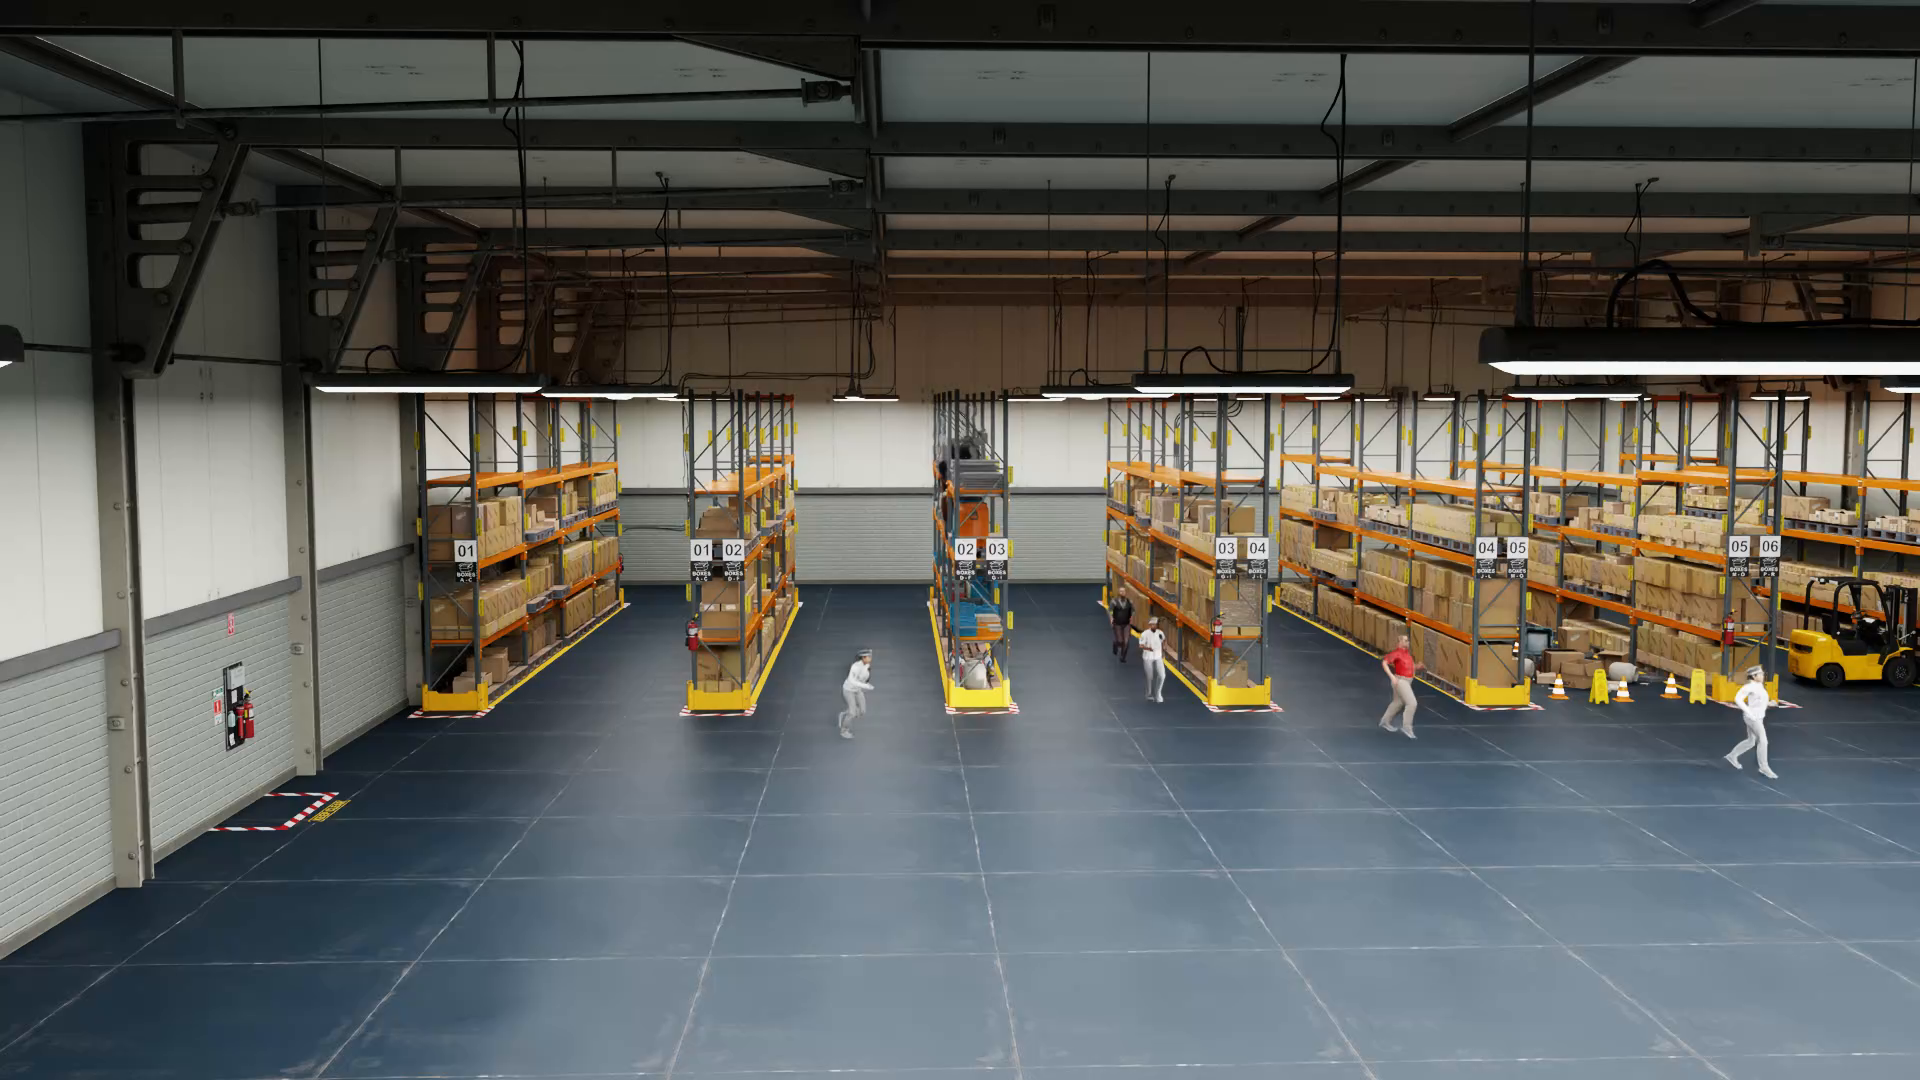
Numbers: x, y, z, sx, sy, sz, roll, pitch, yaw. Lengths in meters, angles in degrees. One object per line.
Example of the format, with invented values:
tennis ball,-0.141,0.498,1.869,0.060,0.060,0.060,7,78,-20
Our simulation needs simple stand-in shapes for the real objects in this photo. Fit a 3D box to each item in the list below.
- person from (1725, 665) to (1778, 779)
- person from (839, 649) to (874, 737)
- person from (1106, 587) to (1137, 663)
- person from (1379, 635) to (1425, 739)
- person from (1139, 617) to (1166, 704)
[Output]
person,12.256,2.775,25.700,0.798,1.721,0.607,4,6,39
person,-1.746,2.623,28.626,0.748,1.549,0.627,3,5,30
person,3.605,1.890,36.922,0.672,1.678,0.573,0,5,-6
person,7.626,2.531,28.717,0.790,1.797,0.635,2,5,27
person,3.705,2.290,31.930,0.587,1.682,0.740,-1,5,-8
